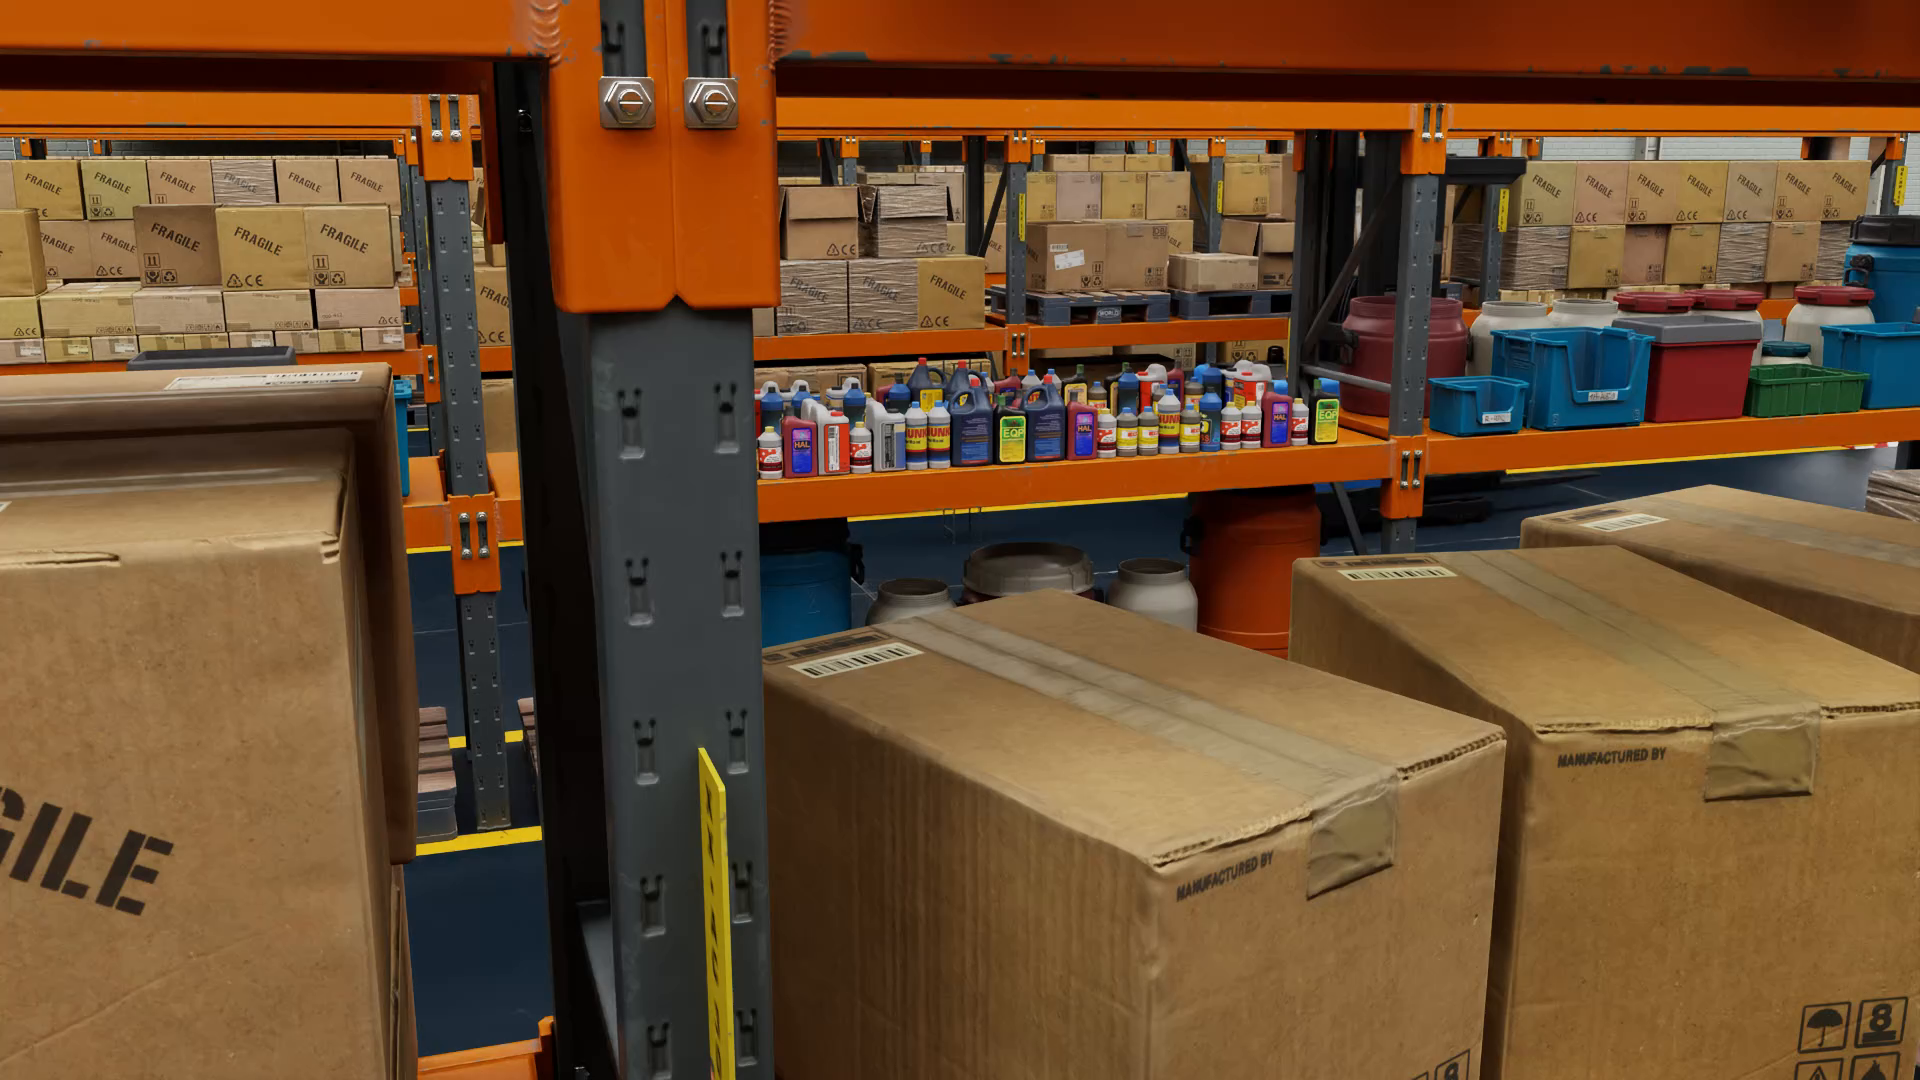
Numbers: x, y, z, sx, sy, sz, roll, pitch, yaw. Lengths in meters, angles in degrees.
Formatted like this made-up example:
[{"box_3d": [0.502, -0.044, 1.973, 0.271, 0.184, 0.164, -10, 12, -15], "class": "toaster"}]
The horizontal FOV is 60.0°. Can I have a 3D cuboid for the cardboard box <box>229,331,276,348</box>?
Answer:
[{"box_3d": [-4.451, -1.258, 10.492, 0.250, 0.149, 0.380, -4, 14, -17], "class": "cardboard box"}]

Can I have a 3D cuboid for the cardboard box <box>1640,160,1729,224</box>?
[{"box_3d": [5.972, -2.892, 13.801, 0.500, 0.500, 0.500, -4, 14, -18], "class": "cardboard box"}]

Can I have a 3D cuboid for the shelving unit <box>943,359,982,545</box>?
[{"box_3d": [0.014, -0.585, 11.008, 0.189, 1.200, 0.258, -4, 14, -18], "class": "shelving unit"}]

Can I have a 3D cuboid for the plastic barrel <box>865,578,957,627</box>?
[{"box_3d": [-0.200, 0.450, 7.237, 0.421, 0.512, 0.421, 0, 13, 0], "class": "plastic barrel"}]

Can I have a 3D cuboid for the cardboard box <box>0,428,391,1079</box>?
[{"box_3d": [-0.776, 0.201, 1.441, 0.500, 0.500, 0.500, -4, 14, -18], "class": "cardboard box"}]

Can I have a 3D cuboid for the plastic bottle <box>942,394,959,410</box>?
[{"box_3d": [-0.041, -0.467, 6.903, 0.097, 0.271, 0.097, 0, 13, 0], "class": "plastic bottle"}]

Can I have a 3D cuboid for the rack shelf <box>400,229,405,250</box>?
[{"box_3d": [-10.178, -4.296, 24.275, 4.000, 0.370, 1.077, -4, 14, -18], "class": "rack shelf"}]

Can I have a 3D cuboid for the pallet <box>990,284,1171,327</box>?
[{"box_3d": [0.897, -1.809, 12.682, 1.003, 0.211, 1.213, -4, 14, -18], "class": "pallet"}]

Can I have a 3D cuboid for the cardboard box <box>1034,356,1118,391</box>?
[{"box_3d": [0.881, -1.245, 12.727, 0.500, 0.250, 0.500, -4, 14, -16], "class": "cardboard box"}]

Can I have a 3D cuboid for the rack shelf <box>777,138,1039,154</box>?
[{"box_3d": [-1.009, -5.257, 21.834, 4.000, 0.370, 1.077, -4, 14, -18], "class": "rack shelf"}]

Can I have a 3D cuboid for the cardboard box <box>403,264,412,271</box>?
[{"box_3d": [-5.394, -2.555, 15.947, 0.250, 0.149, 0.380, -4, 14, -16], "class": "cardboard box"}]

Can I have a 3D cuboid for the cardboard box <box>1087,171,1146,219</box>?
[{"box_3d": [1.605, -3.676, 17.738, 0.500, 0.500, 0.700, -5, 14, -19], "class": "cardboard box"}]

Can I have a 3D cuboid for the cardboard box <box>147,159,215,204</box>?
[{"box_3d": [-6.844, -3.097, 14.660, 0.500, 0.500, 0.500, -5, 14, -20], "class": "cardboard box"}]

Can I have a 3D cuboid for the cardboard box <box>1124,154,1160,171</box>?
[{"box_3d": [2.348, -5.024, 22.763, 0.500, 0.500, 0.700, -5, 14, -19], "class": "cardboard box"}]

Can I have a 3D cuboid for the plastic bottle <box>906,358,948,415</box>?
[{"box_3d": [-0.145, -0.642, 7.467, 0.185, 0.351, 0.144, -4, 14, -18], "class": "plastic bottle"}]

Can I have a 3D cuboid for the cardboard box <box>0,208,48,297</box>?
[{"box_3d": [-5.823, -1.725, 9.976, 0.500, 0.500, 0.500, -5, 14, -20], "class": "cardboard box"}]

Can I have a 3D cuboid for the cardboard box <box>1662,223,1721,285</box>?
[{"box_3d": [5.907, -2.451, 14.106, 0.500, 0.500, 0.875, -4, 14, -18], "class": "cardboard box"}]

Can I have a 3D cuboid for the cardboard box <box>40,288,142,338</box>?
[{"box_3d": [-5.325, -1.400, 10.228, 0.500, 0.250, 0.500, -5, 14, -19], "class": "cardboard box"}]

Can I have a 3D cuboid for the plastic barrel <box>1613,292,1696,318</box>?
[{"box_3d": [3.544, -0.993, 8.542, 0.433, 0.535, 0.433, 0, 13, 0], "class": "plastic barrel"}]

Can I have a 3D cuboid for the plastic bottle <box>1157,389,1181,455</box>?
[{"box_3d": [0.885, -0.504, 7.058, 0.097, 0.271, 0.097, 0, 13, 0], "class": "plastic bottle"}]

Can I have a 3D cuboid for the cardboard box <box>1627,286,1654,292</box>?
[{"box_3d": [5.523, -2.047, 13.810, 0.250, 0.149, 0.380, -4, 14, -18], "class": "cardboard box"}]

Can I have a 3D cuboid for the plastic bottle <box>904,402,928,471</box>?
[{"box_3d": [-0.180, -0.421, 6.709, 0.097, 0.271, 0.097, 0, 13, 0], "class": "plastic bottle"}]

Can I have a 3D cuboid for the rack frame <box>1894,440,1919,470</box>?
[{"box_3d": [5.626, -1.036, 9.014, 0.127, 3.000, 1.000, -4, 14, -18], "class": "rack frame"}]

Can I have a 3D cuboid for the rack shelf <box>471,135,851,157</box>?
[{"box_3d": [-3.126, -3.884, 16.060, 4.000, 0.370, 1.077, -4, 14, -18], "class": "rack shelf"}]

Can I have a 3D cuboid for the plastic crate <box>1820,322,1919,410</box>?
[{"box_3d": [4.680, -0.878, 8.387, 0.575, 0.384, 0.392, -4, 14, -18], "class": "plastic crate"}]

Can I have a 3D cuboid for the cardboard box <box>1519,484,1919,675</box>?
[{"box_3d": [1.275, 0.245, 2.509, 0.500, 0.500, 0.700, -9, 16, -32], "class": "cardboard box"}]

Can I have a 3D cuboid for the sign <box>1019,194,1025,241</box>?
[{"box_3d": [0.436, -2.268, 11.695, 0.005, 0.325, 0.100, -4, 14, -18], "class": "sign"}]

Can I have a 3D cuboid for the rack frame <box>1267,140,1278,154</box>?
[{"box_3d": [4.677, -4.591, 23.960, 0.127, 3.000, 1.000, -4, 14, -18], "class": "rack frame"}]

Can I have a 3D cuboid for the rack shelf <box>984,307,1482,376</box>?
[{"box_3d": [2.151, -1.624, 13.044, 4.000, 0.370, 1.077, -4, 14, -18], "class": "rack shelf"}]

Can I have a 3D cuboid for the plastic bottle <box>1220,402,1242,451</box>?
[{"box_3d": [1.162, -0.492, 7.157, 0.097, 0.201, 0.097, 0, 13, 0], "class": "plastic bottle"}]

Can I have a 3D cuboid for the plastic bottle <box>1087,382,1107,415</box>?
[{"box_3d": [0.638, -0.636, 7.764, 0.097, 0.201, 0.097, 0, 13, 0], "class": "plastic bottle"}]

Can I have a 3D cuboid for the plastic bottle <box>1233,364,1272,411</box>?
[{"box_3d": [1.371, -0.686, 7.811, 0.135, 0.276, 0.152, -4, 14, -18], "class": "plastic bottle"}]

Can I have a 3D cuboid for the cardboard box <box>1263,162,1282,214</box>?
[{"box_3d": [3.405, -3.901, 18.404, 0.550, 0.550, 0.875, -4, 14, -18], "class": "cardboard box"}]

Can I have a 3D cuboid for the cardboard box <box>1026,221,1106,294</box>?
[{"box_3d": [0.755, -2.128, 12.484, 0.500, 0.500, 0.500, -6, 15, -25], "class": "cardboard box"}]

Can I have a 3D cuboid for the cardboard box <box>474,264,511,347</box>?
[{"box_3d": [-3.020, -1.559, 11.000, 0.500, 0.500, 0.500, -4, 14, -18], "class": "cardboard box"}]

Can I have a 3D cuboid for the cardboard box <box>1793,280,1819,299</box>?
[{"box_3d": [7.176, -2.181, 14.371, 0.250, 0.149, 0.380, -4, 14, -18], "class": "cardboard box"}]

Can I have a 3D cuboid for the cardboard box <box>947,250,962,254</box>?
[{"box_3d": [-0.292, -1.899, 12.429, 0.500, 0.500, 0.500, -4, 14, -16], "class": "cardboard box"}]

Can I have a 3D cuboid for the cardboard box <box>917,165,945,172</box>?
[{"box_3d": [-0.381, -4.846, 21.865, 0.250, 0.149, 0.380, -5, 14, -20], "class": "cardboard box"}]

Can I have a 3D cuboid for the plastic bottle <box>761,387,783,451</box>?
[{"box_3d": [-0.804, -0.521, 7.128, 0.097, 0.271, 0.097, 0, 13, 0], "class": "plastic bottle"}]

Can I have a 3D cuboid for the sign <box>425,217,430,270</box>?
[{"box_3d": [-3.357, -1.870, 10.479, 0.005, 0.325, 0.100, -4, 14, -18], "class": "sign"}]

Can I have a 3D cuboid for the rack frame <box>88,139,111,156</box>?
[{"box_3d": [-12.074, -4.498, 23.571, 0.127, 3.000, 1.000, -4, 14, -18], "class": "rack frame"}]

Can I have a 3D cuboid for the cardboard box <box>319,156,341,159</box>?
[{"box_3d": [-7.410, -4.451, 19.595, 0.250, 0.149, 0.380, -4, 14, -18], "class": "cardboard box"}]

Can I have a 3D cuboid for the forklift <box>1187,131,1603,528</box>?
[{"box_3d": [3.203, -1.644, 11.719, 3.031, 2.935, 1.130, -5, 14, -21], "class": "forklift"}]

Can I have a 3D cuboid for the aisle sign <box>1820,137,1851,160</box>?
[{"box_3d": [7.801, -3.752, 14.817, 0.004, 0.787, 0.394, -4, 14, -18], "class": "aisle sign"}]

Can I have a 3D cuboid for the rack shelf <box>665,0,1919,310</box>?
[{"box_3d": [1.516, -0.615, 2.321, 4.000, 0.370, 1.077, -4, 14, -18], "class": "rack shelf"}]

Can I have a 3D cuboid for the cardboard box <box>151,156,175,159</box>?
[{"box_3d": [-9.078, -4.309, 18.998, 0.250, 0.149, 0.380, -4, 14, -18], "class": "cardboard box"}]
